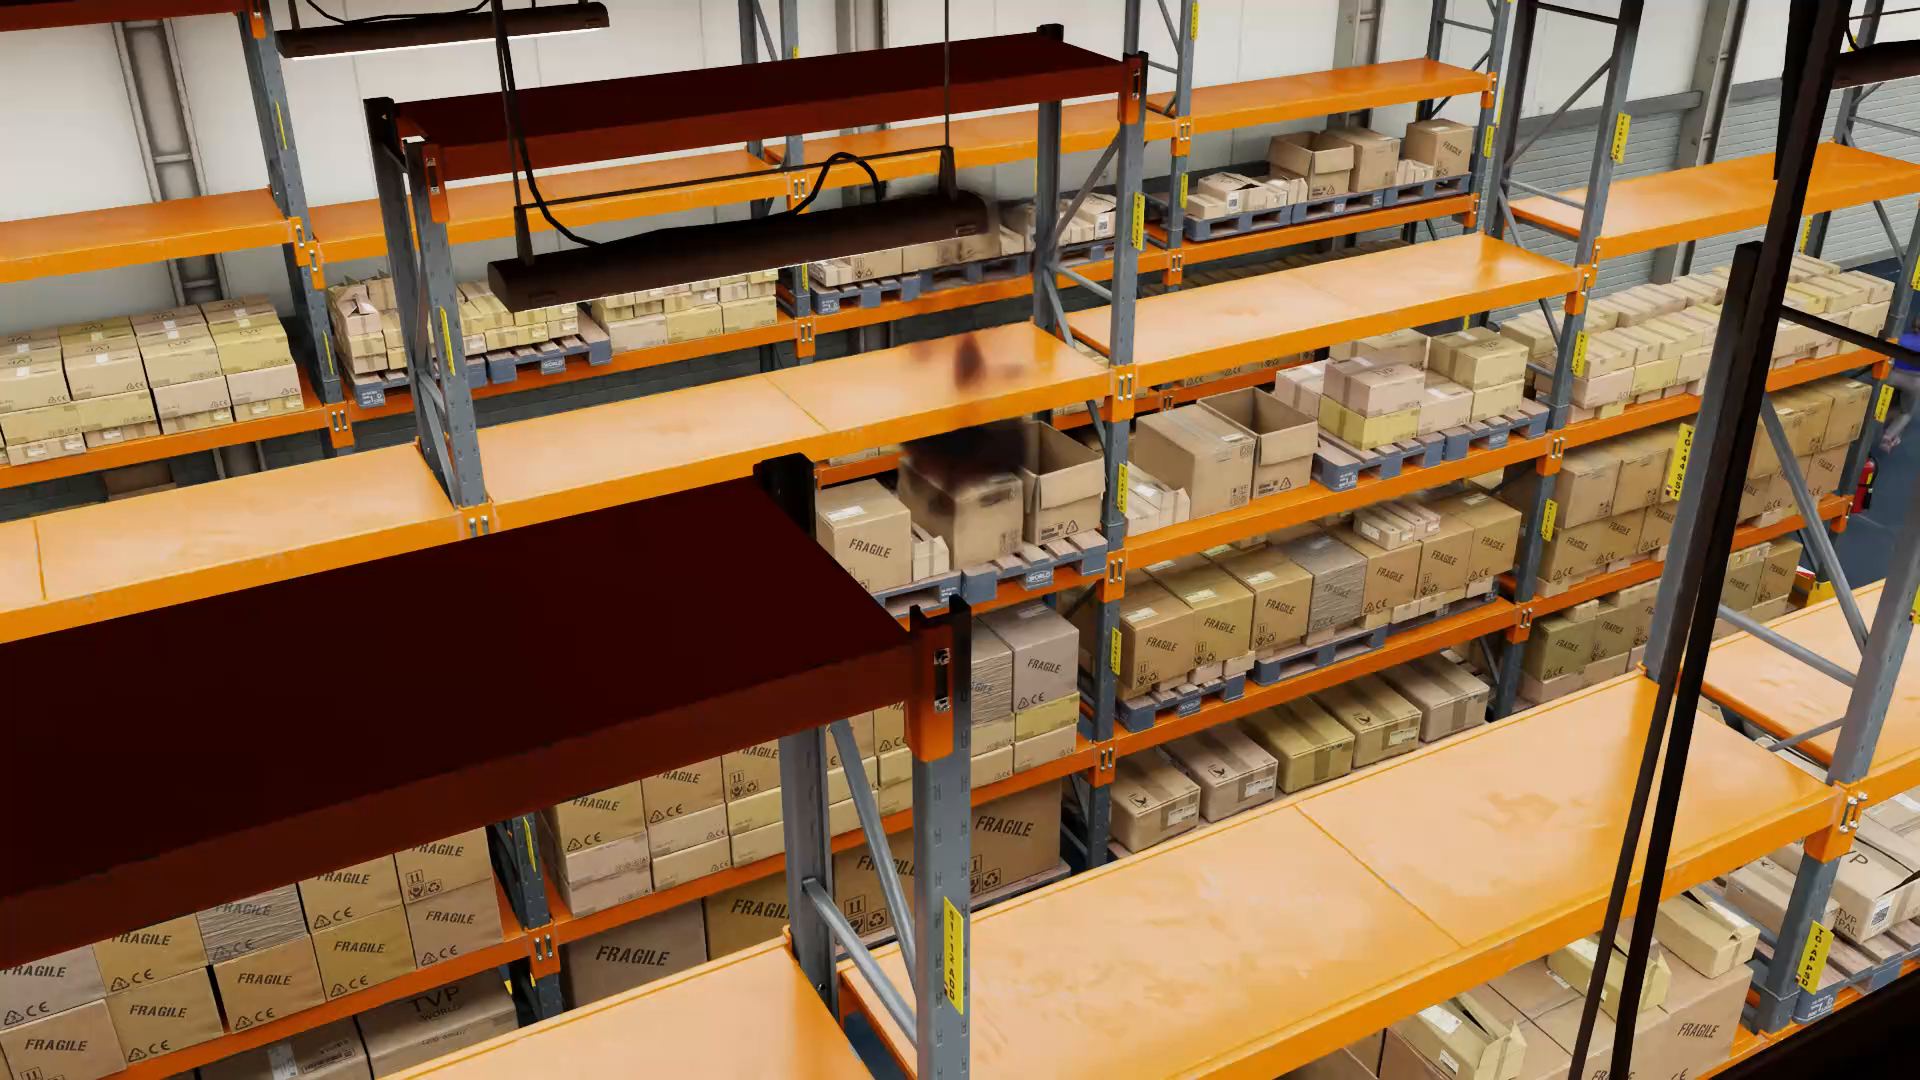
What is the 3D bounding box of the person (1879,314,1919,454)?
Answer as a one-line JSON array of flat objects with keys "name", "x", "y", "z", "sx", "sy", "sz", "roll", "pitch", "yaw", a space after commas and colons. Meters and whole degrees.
[{"name": "person", "x": 10.471, "y": -1.726, "z": 18.487, "sx": 0.585, "sy": 1.624, "sz": 0.788, "roll": 25, "pitch": 37, "yaw": 38}]
